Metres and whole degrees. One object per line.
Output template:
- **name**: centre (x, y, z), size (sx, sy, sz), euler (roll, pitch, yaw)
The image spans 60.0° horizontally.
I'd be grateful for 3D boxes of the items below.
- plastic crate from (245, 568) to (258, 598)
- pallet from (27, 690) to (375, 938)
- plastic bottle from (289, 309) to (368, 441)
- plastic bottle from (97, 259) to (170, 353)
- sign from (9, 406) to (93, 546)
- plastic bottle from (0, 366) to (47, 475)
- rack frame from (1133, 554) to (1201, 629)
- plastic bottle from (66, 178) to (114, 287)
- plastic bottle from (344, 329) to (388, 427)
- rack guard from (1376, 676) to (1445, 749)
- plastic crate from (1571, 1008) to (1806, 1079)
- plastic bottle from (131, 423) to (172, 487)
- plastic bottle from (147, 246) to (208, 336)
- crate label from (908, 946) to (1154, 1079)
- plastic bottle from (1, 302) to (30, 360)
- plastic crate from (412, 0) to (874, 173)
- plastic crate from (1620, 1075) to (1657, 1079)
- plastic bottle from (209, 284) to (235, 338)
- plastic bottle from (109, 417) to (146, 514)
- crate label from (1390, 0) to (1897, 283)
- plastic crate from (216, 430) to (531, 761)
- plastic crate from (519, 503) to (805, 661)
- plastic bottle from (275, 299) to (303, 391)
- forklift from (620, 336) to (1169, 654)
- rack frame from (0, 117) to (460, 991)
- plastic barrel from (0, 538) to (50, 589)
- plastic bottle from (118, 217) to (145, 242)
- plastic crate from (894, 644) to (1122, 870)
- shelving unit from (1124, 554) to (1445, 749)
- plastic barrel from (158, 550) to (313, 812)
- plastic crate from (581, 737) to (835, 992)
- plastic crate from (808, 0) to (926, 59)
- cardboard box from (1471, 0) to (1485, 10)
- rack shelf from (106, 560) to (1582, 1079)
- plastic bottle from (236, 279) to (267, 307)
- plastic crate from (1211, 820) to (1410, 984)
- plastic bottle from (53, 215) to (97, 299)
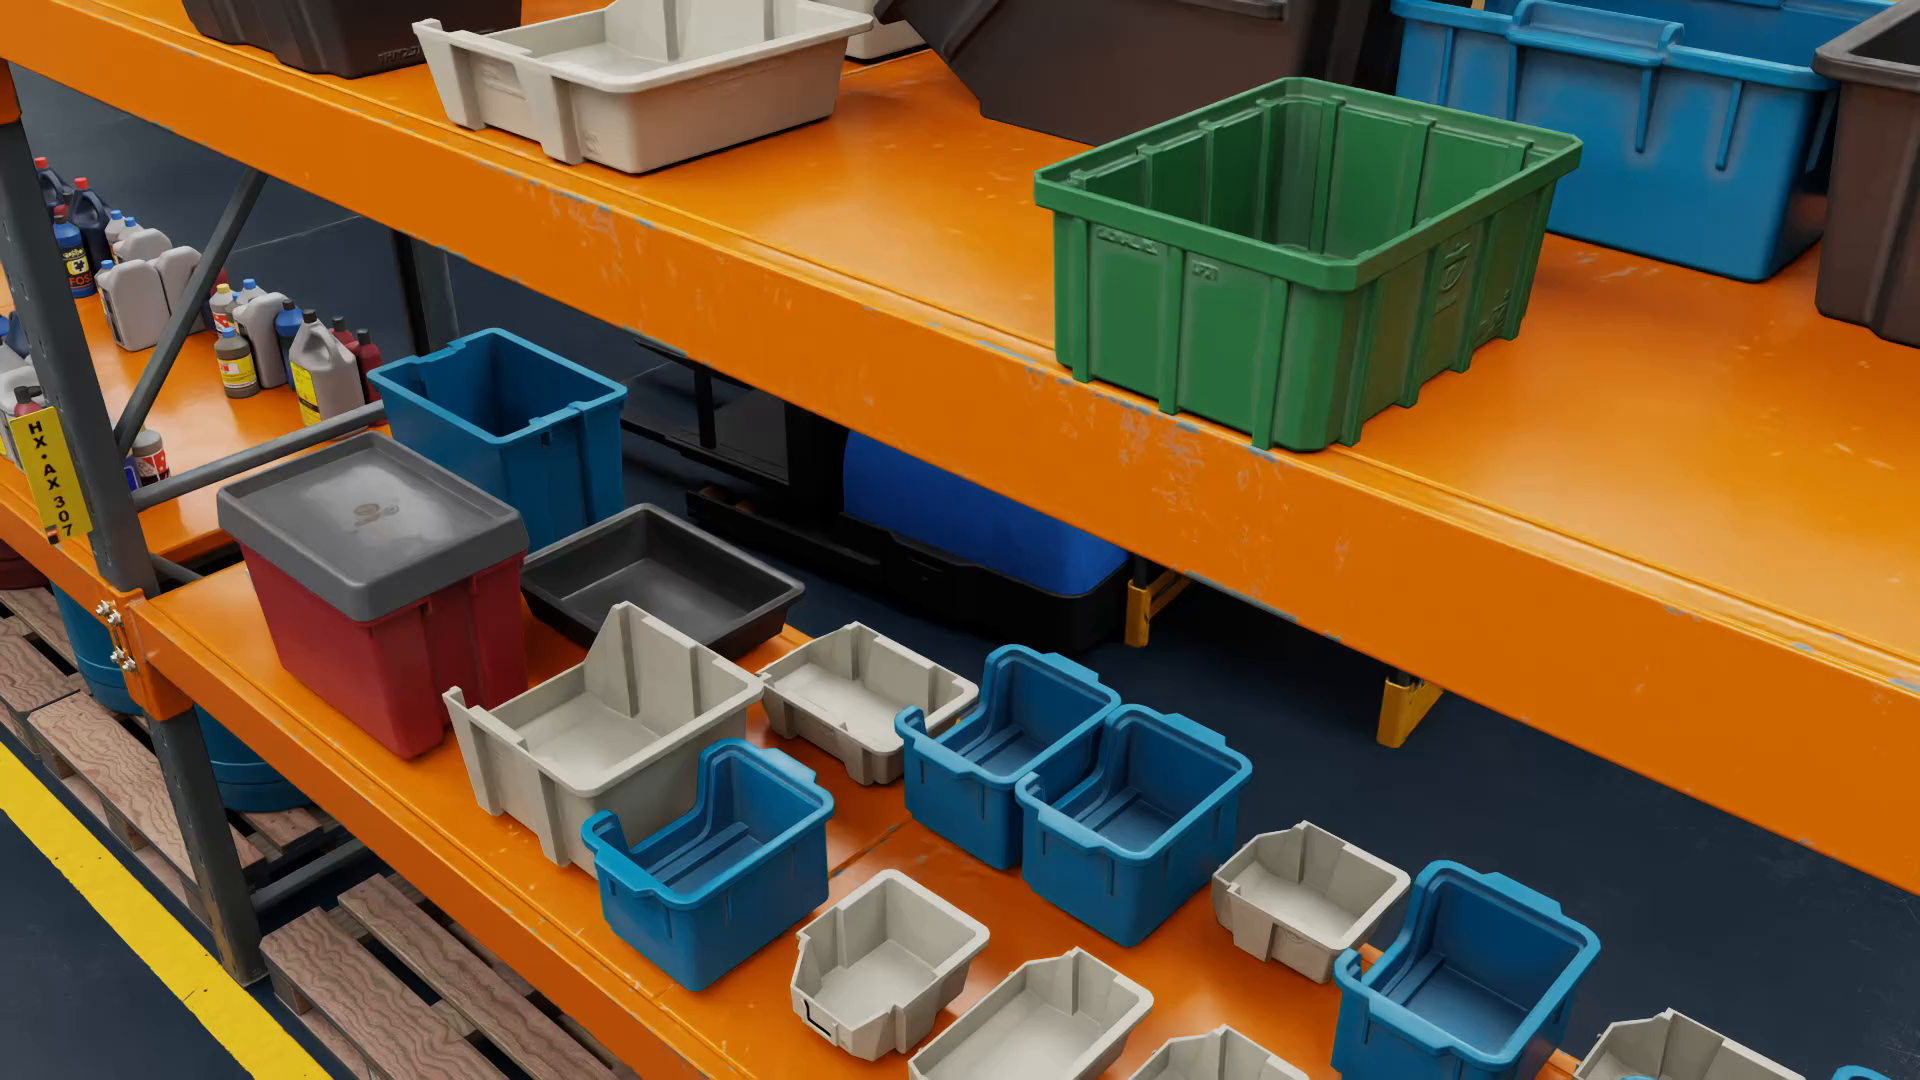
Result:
- **plastic crate**: centre (-1.462, 0.068, 3.927), size (0.243, 0.136, 0.396), euler (25, 39, 35)
- **pallet**: centre (-2.256, 0.676, 5.422), size (1.213, 0.211, 1.003), euler (25, 39, 35)
- **plastic bottle**: centre (-1.785, -0.474, 4.677), size (0.185, 0.351, 0.144), euler (25, 39, 35)
- **plastic bottle**: centre (-2.588, -0.750, 5.208), size (0.135, 0.276, 0.152), euler (25, 39, 35)
- **sign**: centre (-2.082, -0.144, 3.813), size (0.005, 0.325, 0.100), euler (25, 39, 35)
- **plastic bottle**: centre (-2.492, -0.321, 4.496), size (0.135, 0.276, 0.152), euler (25, 39, 35)
- **rack frame**: centre (0.787, -0.382, 5.930), size (0.032, 1.500, 0.500), euler (21, 37, 31)
- **plastic bottle**: centre (-2.918, -1.045, 5.625), size (0.185, 0.351, 0.144), euler (25, 39, 35)
- **plastic bottle**: centre (-1.697, -0.475, 4.745), size (0.133, 0.283, 0.061), euler (25, 39, 35)
- **rack guard**: centre (1.605, 0.464, 5.737), size (0.087, 0.250, 0.587), euler (21, 37, 31)
- **plastic crate**: centre (1.110, 0.882, 2.574), size (0.298, 0.136, 0.250), euler (25, 39, 35)
- **plastic bottle**: centre (-2.151, -0.217, 4.395), size (0.097, 0.201, 0.097), euler (0, 31, 0)
- **plastic bottle**: centre (-2.486, -0.809, 5.305), size (0.135, 0.276, 0.152), euler (25, 39, 35)
- **crate label**: centre (0.100, 0.830, 2.660), size (0.243, 0.136, 0.396), euler (25, 39, 35)
- **plastic bottle**: centre (-2.653, -0.526, 4.764), size (0.185, 0.351, 0.144), euler (25, 39, 35)
- **plastic crate**: centre (-0.444, -0.643, 2.258), size (0.530, 0.136, 0.437), euler (25, 39, 35)
- **plastic crate**: centre (0.881, 1.064, 1.982), size (0.499, 0.435, 0.616), euler (25, 39, 35)
- **plastic bottle**: centre (-2.282, -0.701, 5.198), size (0.097, 0.201, 0.097), euler (0, 31, 0)
- **plastic bottle**: centre (-2.221, -0.195, 4.286), size (0.135, 0.276, 0.152), euler (25, 39, 35)
- **crate label**: centre (0.787, -0.515, 1.933), size (0.502, 0.251, 0.408), euler (25, 39, 35)
- **plastic crate**: centre (-1.218, 0.116, 3.528), size (0.583, 0.464, 0.402), euler (25, 39, 35)
- **plastic crate**: centre (-0.701, 0.141, 3.815), size (0.590, 0.125, 0.437), euler (25, 39, 35)
- **plastic bottle**: centre (-1.966, -0.583, 4.935), size (0.097, 0.271, 0.097), euler (0, 31, 0)
- **forklift**: centre (-0.503, -1.446, 6.311), size (3.031, 2.935, 1.130), euler (21, 37, 30)
- **rack frame**: centre (-1.712, -0.235, 4.233), size (0.127, 3.000, 1.000), euler (25, 39, 35)
- **plastic barrel**: centre (-3.466, -0.213, 6.126), size (0.708, 0.588, 0.600), euler (25, 39, 35)
- **plastic bottle**: centre (-2.725, -0.937, 5.524), size (0.097, 0.271, 0.097), euler (0, 31, 0)
- **plastic crate**: centre (0.093, 0.424, 3.241), size (0.300, 0.233, 0.416), euler (25, 39, 35)
- **shelving unit**: centre (1.204, -0.224, 5.667), size (1.083, 1.500, 0.587), euler (21, 37, 31)
- **plastic barrel**: centre (-2.104, 0.289, 4.989), size (0.708, 0.901, 0.600), euler (25, 39, 35)
- **plastic crate**: centre (-0.441, 0.582, 2.979), size (0.300, 0.233, 0.416), euler (25, 39, 35)
- **plastic crate**: centre (-0.182, -0.970, 2.660), size (0.530, 0.282, 0.437), euler (25, 39, 35)
- **cardboard box**: centre (2.158, -2.150, 6.347), size (0.500, 0.500, 0.500), euler (24, 38, 34)
- **rack shelf**: centre (-0.229, 0.765, 3.268), size (4.000, 0.370, 1.077), euler (25, 39, 35)
- **plastic bottle**: centre (-2.138, -0.663, 5.068), size (0.097, 0.271, 0.097), euler (0, 31, 0)
- **plastic crate**: centre (0.607, 0.647, 2.964), size (0.298, 0.136, 0.250), euler (25, 39, 35)
- **plastic bottle**: centre (-2.966, -0.950, 5.544), size (0.097, 0.271, 0.097), euler (0, 31, 0)
